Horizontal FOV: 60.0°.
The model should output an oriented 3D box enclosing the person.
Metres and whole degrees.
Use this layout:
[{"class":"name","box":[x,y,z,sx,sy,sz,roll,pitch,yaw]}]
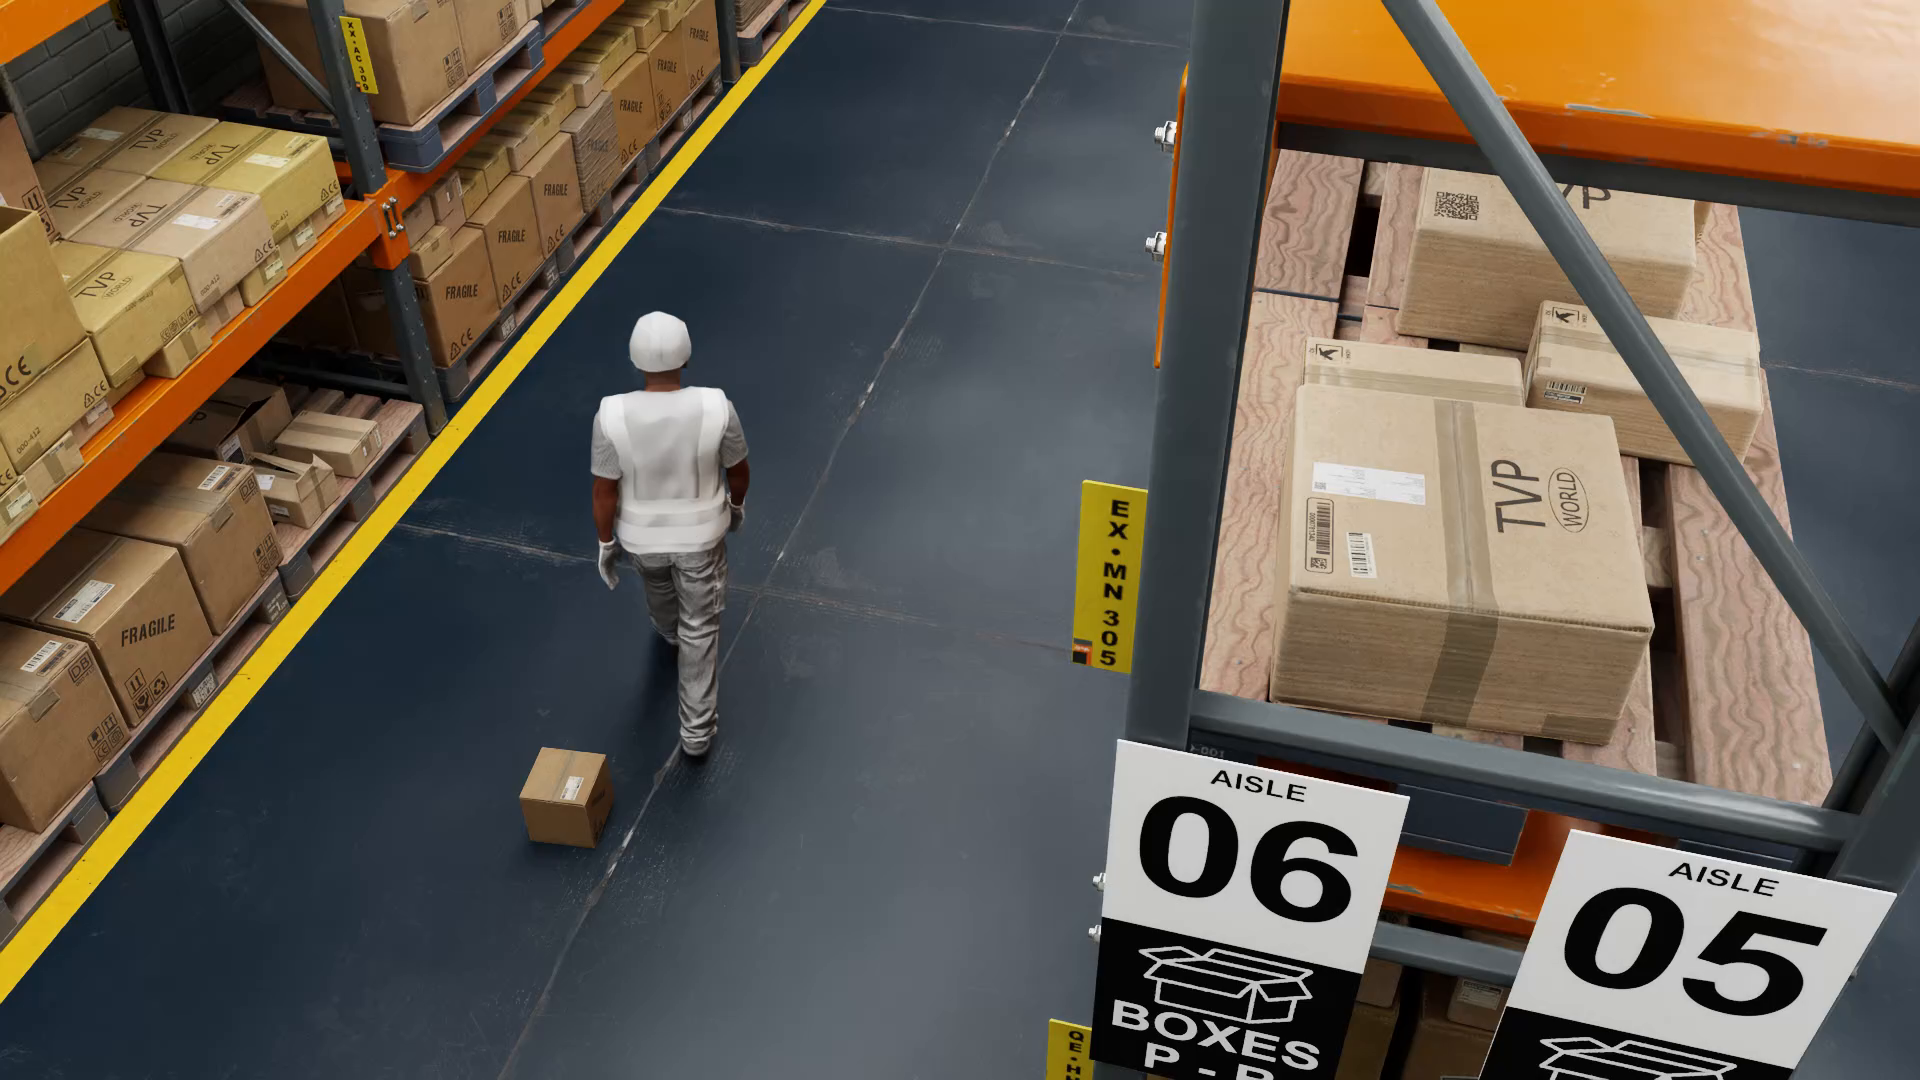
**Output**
[{"class":"person","box":[-1.051,-0.101,6.243,0.567,1.736,0.915,-1,41,-1]}]
